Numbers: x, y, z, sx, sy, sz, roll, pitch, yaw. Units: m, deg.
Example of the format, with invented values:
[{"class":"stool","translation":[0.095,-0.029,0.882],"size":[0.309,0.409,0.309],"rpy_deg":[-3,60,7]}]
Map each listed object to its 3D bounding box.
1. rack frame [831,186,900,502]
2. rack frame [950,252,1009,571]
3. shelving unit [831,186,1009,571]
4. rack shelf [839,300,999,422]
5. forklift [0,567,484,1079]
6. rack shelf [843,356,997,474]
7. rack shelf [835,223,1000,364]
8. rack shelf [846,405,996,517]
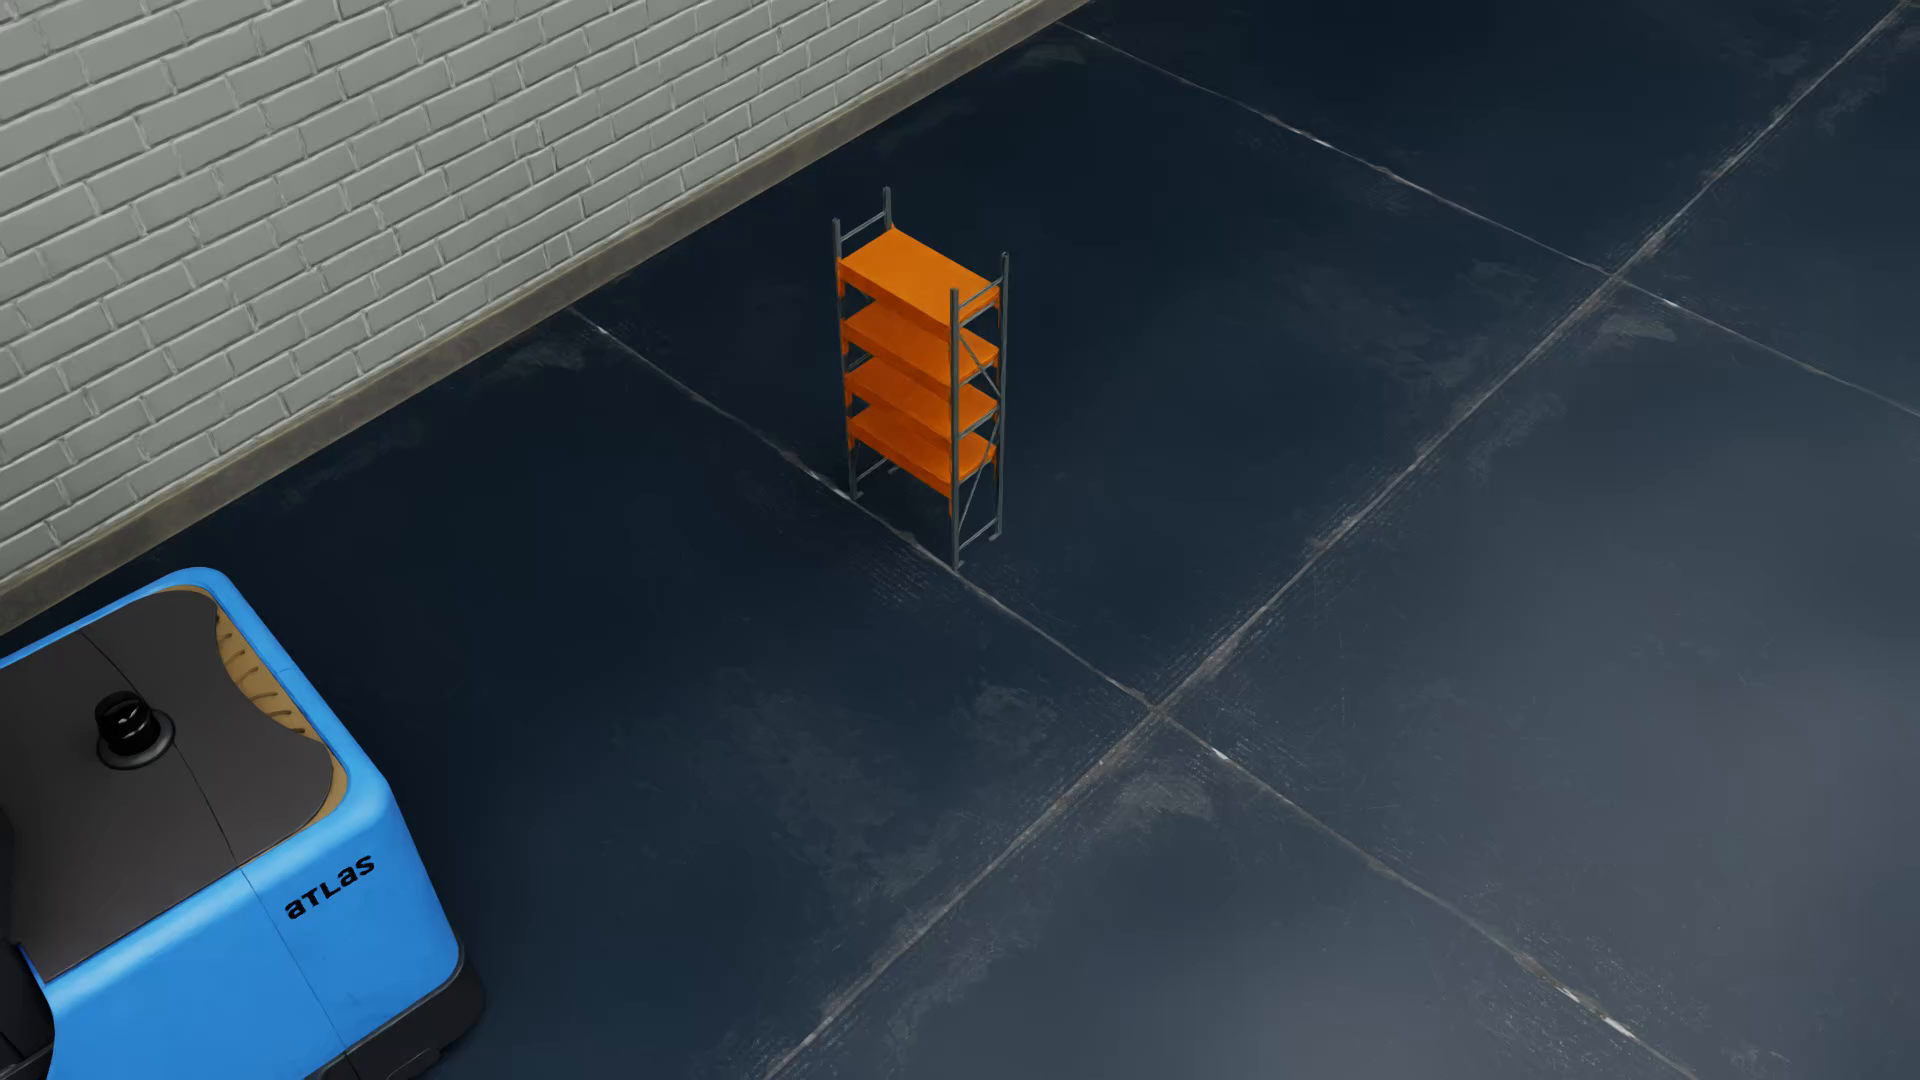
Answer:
[{"class":"rack frame","translation":[-0.301,-0.613,5.503],"size":[0.015,1.200,0.240],"rpy_deg":[34,55,28]},{"class":"rack frame","translation":[0.058,-0.372,5.276],"size":[0.015,1.200,0.240],"rpy_deg":[34,55,28]},{"class":"shelving unit","translation":[-0.122,-0.493,5.389],"size":[0.503,1.200,0.258],"rpy_deg":[34,55,28]},{"class":"rack shelf","translation":[-0.122,-0.600,5.275],"size":[0.480,0.148,0.258],"rpy_deg":[34,55,28]},{"class":"forklift","translation":[-2.721,0.749,3.036],"size":[3.031,2.935,1.130],"rpy_deg":[-33,55,-27]},{"class":"rack shelf","translation":[-0.122,-0.446,5.438],"size":[0.480,0.148,0.258],"rpy_deg":[34,55,28]},{"class":"rack shelf","translation":[-0.122,-0.762,5.103],"size":[0.480,0.148,0.258],"rpy_deg":[34,55,28]},{"class":"rack shelf","translation":[-0.122,-0.311,5.583],"size":[0.480,0.148,0.258],"rpy_deg":[34,55,28]}]
